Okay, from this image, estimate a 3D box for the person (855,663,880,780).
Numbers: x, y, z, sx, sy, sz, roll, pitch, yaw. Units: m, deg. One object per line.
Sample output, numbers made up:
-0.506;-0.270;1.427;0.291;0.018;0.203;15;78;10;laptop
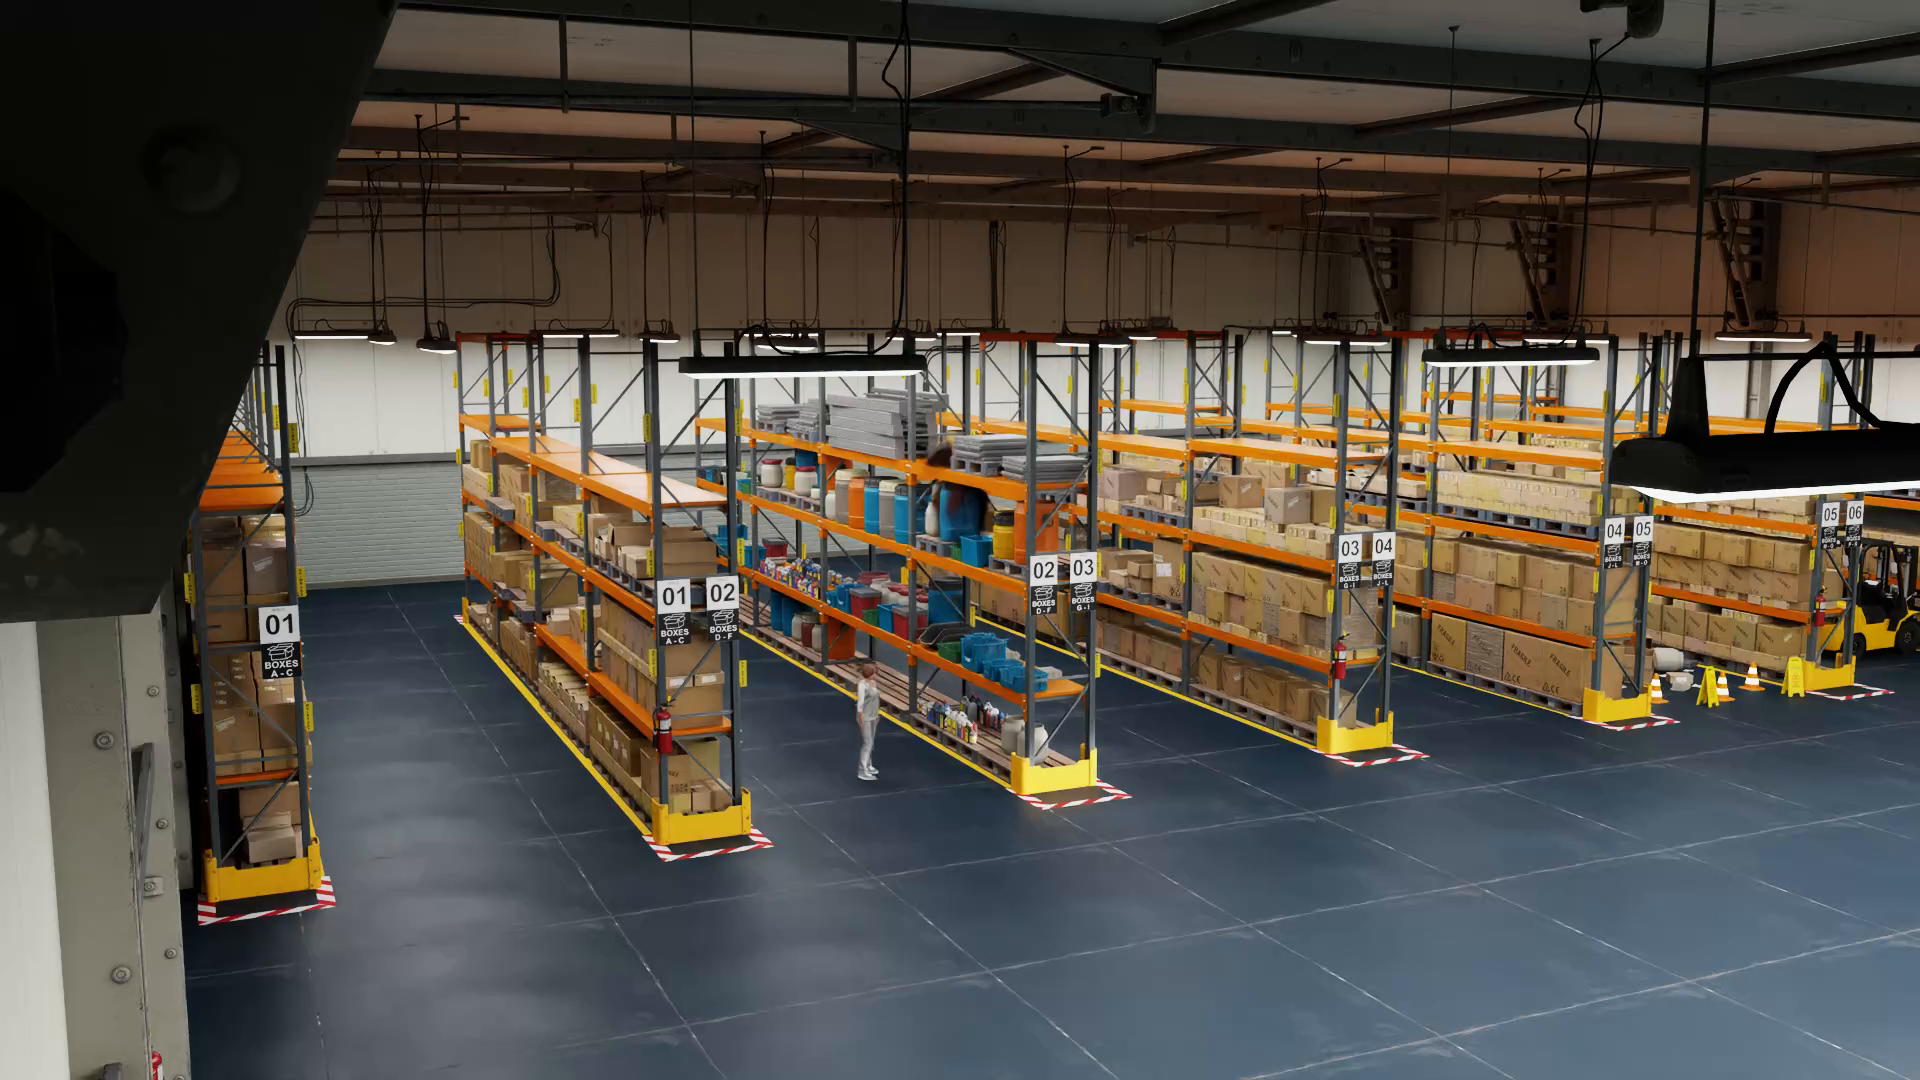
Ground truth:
-1.262;2.479;22.911;0.360;1.609;0.448;3;8;19;person
